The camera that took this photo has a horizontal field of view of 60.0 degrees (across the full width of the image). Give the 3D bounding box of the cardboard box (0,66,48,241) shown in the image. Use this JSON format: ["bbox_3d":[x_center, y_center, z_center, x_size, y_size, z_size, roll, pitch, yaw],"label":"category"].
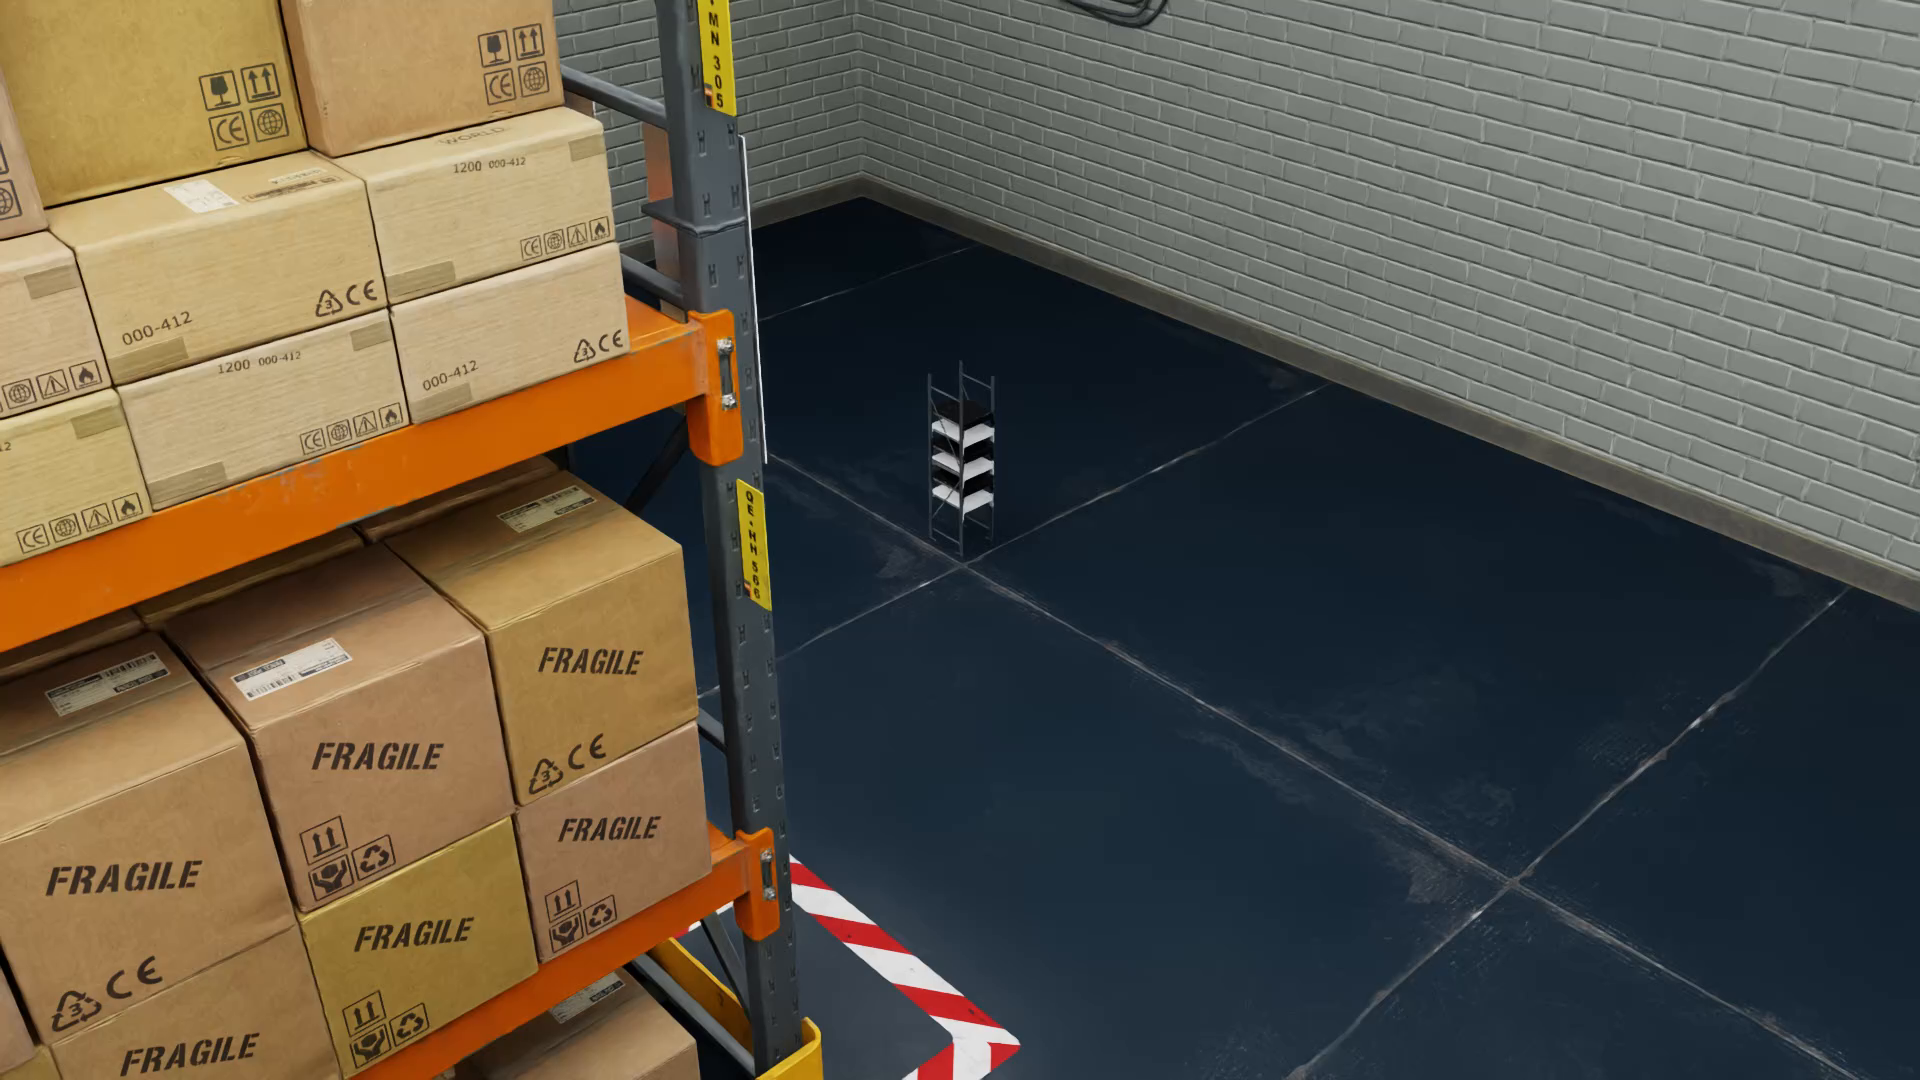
[{"bbox_3d":[-1.934,-0.774,2.710,0.500,0.500,0.700,-26,40,-35],"label":"cardboard box"}]

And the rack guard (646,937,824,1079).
[{"bbox_3d":[-0.906,1.517,5.290,0.348,0.500,1.175,-26,40,-35],"label":"rack guard"}]

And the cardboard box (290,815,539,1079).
[{"bbox_3d":[-1.371,0.829,3.923,0.500,0.500,0.500,-25,40,-35],"label":"cardboard box"}]

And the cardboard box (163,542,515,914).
[{"bbox_3d":[-1.359,0.397,3.671,0.500,0.500,0.500,-25,39,-34],"label":"cardboard box"}]

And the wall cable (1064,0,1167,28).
[{"bbox_3d":[0.169,-4.574,10.081,0.112,2.526,3.097,-26,40,-35],"label":"wall cable"}]

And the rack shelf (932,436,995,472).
[{"bbox_3d":[0.006,-0.435,7.990,0.200,0.077,0.258,-26,40,-35],"label":"rack shelf"}]

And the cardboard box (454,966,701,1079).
[{"bbox_3d":[-1.081,1.589,4.750,0.500,0.500,0.500,-26,40,-35],"label":"cardboard box"}]

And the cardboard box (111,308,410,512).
[{"bbox_3d":[-1.422,-0.336,3.192,0.500,0.250,0.500,-26,40,-35],"label":"cardboard box"}]

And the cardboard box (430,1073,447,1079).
[{"bbox_3d":[-1.808,1.671,4.857,0.500,0.250,0.500,-26,40,-35],"label":"cardboard box"}]

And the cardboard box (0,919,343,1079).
[{"bbox_3d":[-1.741,1.004,3.637,0.500,0.500,0.500,-25,40,-35],"label":"cardboard box"}]

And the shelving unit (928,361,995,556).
[{"bbox_3d":[0.006,-0.387,8.020,0.210,0.900,0.258,-26,40,-35],"label":"shelving unit"}]

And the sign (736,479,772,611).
[{"bbox_3d":[-0.487,0.014,3.939,0.005,0.325,0.100,-26,40,-35],"label":"sign"}]

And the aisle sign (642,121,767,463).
[{"bbox_3d":[-0.592,-0.593,3.852,0.004,0.787,0.394,-26,40,-35],"label":"aisle sign"}]

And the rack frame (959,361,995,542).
[{"bbox_3d":[0.081,-0.423,8.079,0.006,0.900,0.240,-26,40,-35],"label":"rack frame"}]

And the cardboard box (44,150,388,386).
[{"bbox_3d":[-1.420,-0.548,3.060,0.500,0.250,0.500,-26,40,-35],"label":"cardboard box"}]

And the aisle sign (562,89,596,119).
[{"bbox_3d":[-1.000,-0.822,4.227,0.004,0.787,0.394,-26,40,-35],"label":"aisle sign"}]

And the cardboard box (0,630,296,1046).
[{"bbox_3d":[-1.736,0.583,3.368,0.500,0.500,0.500,-25,39,-34],"label":"cardboard box"}]

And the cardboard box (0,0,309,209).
[{"bbox_3d":[-1.640,-0.992,3.067,0.500,0.500,0.700,-26,40,-35],"label":"cardboard box"}]

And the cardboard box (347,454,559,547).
[{"bbox_3d":[-1.355,0.011,4.303,0.500,0.500,0.500,-24,39,-34],"label":"cardboard box"}]

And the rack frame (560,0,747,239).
[{"bbox_3d":[-0.850,-2.136,3.117,0.127,3.000,1.000,-26,40,-35],"label":"rack frame"}]

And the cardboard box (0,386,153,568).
[{"bbox_3d":[-1.779,-0.154,2.894,0.500,0.250,0.500,-26,40,-35],"label":"cardboard box"}]

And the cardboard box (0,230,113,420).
[{"bbox_3d":[-1.789,-0.372,2.773,0.500,0.250,0.500,-26,40,-35],"label":"cardboard box"}]

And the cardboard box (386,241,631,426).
[{"bbox_3d":[-1.047,-0.509,3.476,0.500,0.250,0.500,-26,40,-35],"label":"cardboard box"}]

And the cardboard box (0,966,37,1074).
[{"bbox_3d":[-2.113,0.765,3.070,0.500,0.500,0.500,-24,39,-34],"label":"cardboard box"}]

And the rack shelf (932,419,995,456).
[{"bbox_3d":[0.006,-0.512,7.943,0.200,0.077,0.258,-26,40,-35],"label":"rack shelf"}]

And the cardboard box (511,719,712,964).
[{"bbox_3d":[-0.993,0.644,4.226,0.500,0.500,0.500,-24,39,-34],"label":"cardboard box"}]

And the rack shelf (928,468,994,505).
[{"bbox_3d":[0.006,-0.282,8.084,0.200,0.077,0.258,-26,40,-35],"label":"rack shelf"}]

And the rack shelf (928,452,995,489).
[{"bbox_3d":[0.006,-0.358,8.037,0.200,0.077,0.258,-26,40,-35],"label":"rack shelf"}]

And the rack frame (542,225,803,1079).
[{"bbox_3d":[-0.850,0.424,4.682,0.127,3.000,1.000,-26,40,-35],"label":"rack frame"}]

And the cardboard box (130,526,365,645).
[{"bbox_3d":[-1.733,0.199,3.995,0.500,0.500,0.500,-25,40,-35],"label":"cardboard box"}]

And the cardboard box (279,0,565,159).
[{"bbox_3d":[-1.216,-1.137,3.304,0.500,0.500,0.700,-26,40,-35],"label":"cardboard box"}]

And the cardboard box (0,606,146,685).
[{"bbox_3d":[-2.103,0.375,3.707,0.500,0.500,0.500,-25,39,-35],"label":"cardboard box"}]

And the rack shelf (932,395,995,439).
[{"bbox_3d":[0.006,-0.589,7.896,0.200,0.077,0.258,-26,40,-35],"label":"rack shelf"}]

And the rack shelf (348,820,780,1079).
[{"bbox_3d":[-2.317,1.440,3.709,4.000,0.370,1.077,-26,40,-35],"label":"rack shelf"}]

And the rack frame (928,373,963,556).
[{"bbox_3d":[-0.069,-0.351,7.961,0.006,0.900,0.240,-26,40,-35],"label":"rack frame"}]

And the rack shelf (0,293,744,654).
[{"bbox_3d":[-2.317,0.160,2.927,4.000,0.370,1.077,-26,40,-35],"label":"rack shelf"}]

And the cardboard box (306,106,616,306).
[{"bbox_3d":[-1.053,-0.726,3.351,0.500,0.250,0.500,-26,40,-35],"label":"cardboard box"}]

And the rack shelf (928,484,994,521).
[{"bbox_3d":[0.006,-0.205,8.131,0.200,0.077,0.258,-26,40,-35],"label":"rack shelf"}]

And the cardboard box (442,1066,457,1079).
[{"bbox_3d":[-1.574,1.550,5.133,0.250,0.166,0.380,-26,40,-35],"label":"cardboard box"}]

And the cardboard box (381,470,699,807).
[{"bbox_3d":[-0.989,0.217,3.965,0.500,0.500,0.500,-26,40,-36],"label":"cardboard box"}]

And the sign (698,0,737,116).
[{"bbox_3d":[-0.487,-1.014,3.310,0.005,0.325,0.100,-26,40,-35],"label":"sign"}]

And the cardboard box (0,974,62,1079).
[{"bbox_3d":[-2.111,1.183,3.344,0.500,0.500,0.500,-26,40,-36],"label":"cardboard box"}]
